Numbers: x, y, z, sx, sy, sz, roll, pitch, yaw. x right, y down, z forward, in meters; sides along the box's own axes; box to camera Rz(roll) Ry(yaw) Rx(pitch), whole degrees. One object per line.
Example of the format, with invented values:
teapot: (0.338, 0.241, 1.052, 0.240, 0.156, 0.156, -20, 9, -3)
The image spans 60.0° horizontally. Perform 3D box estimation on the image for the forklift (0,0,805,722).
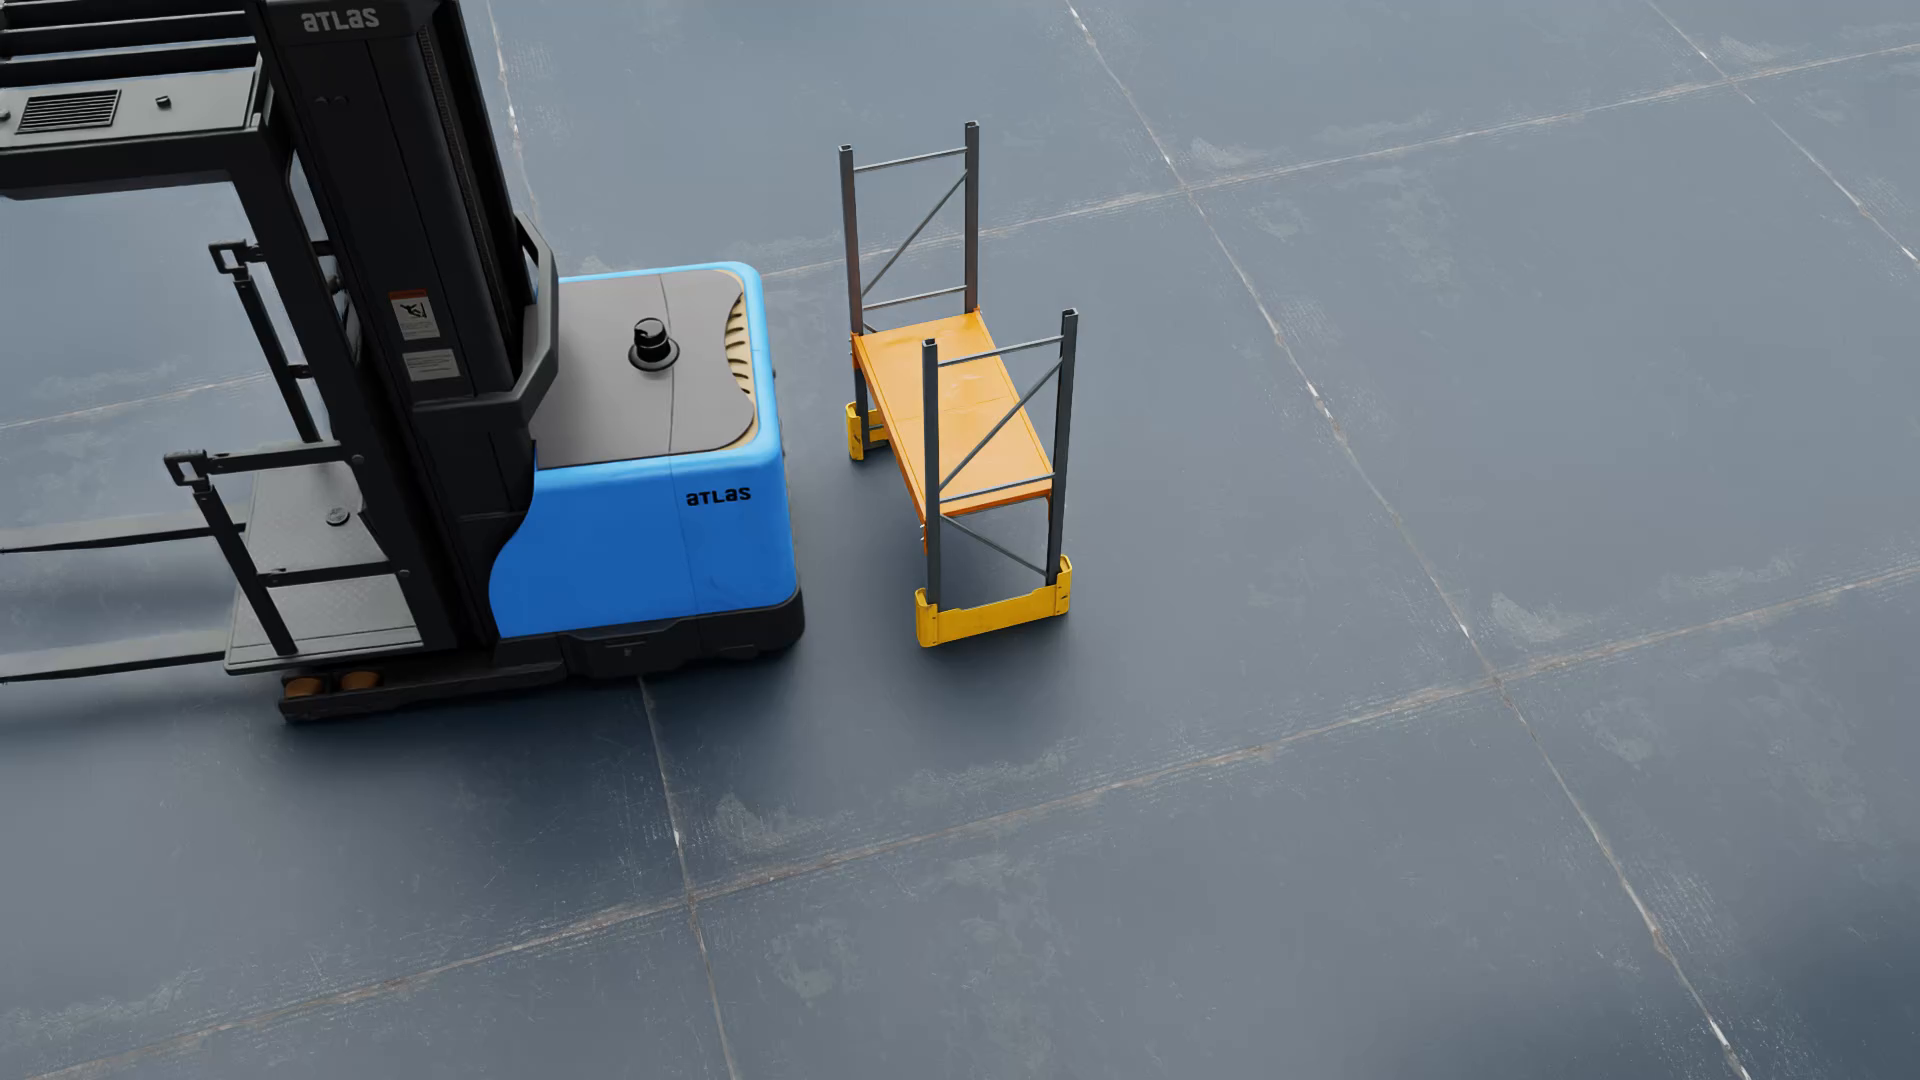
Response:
forklift: (-2.138, -0.733, 5.240, 3.031, 2.935, 1.130, -7, 50, -6)

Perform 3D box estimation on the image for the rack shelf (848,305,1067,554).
rack shelf: (-0.025, -0.430, 6.156, 0.538, 0.185, 1.000, -13, 51, -11)

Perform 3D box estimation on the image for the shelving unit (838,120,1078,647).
shelving unit: (-0.023, -0.539, 6.013, 0.587, 1.500, 1.083, -13, 51, -11)

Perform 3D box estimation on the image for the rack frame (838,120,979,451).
rack frame: (-0.176, -0.917, 6.332, 0.500, 1.500, 0.032, -13, 51, -11)

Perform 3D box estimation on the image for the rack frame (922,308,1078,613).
rack frame: (0.125, -0.174, 5.706, 0.500, 1.500, 0.032, -13, 51, -11)

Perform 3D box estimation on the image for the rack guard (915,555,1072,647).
rack guard: (0.125, 0.227, 6.184, 0.587, 0.250, 0.087, -13, 51, -11)

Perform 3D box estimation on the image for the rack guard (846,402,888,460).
rack guard: (-0.170, -0.500, 6.798, 0.587, 0.250, 0.087, -13, 51, -11)
